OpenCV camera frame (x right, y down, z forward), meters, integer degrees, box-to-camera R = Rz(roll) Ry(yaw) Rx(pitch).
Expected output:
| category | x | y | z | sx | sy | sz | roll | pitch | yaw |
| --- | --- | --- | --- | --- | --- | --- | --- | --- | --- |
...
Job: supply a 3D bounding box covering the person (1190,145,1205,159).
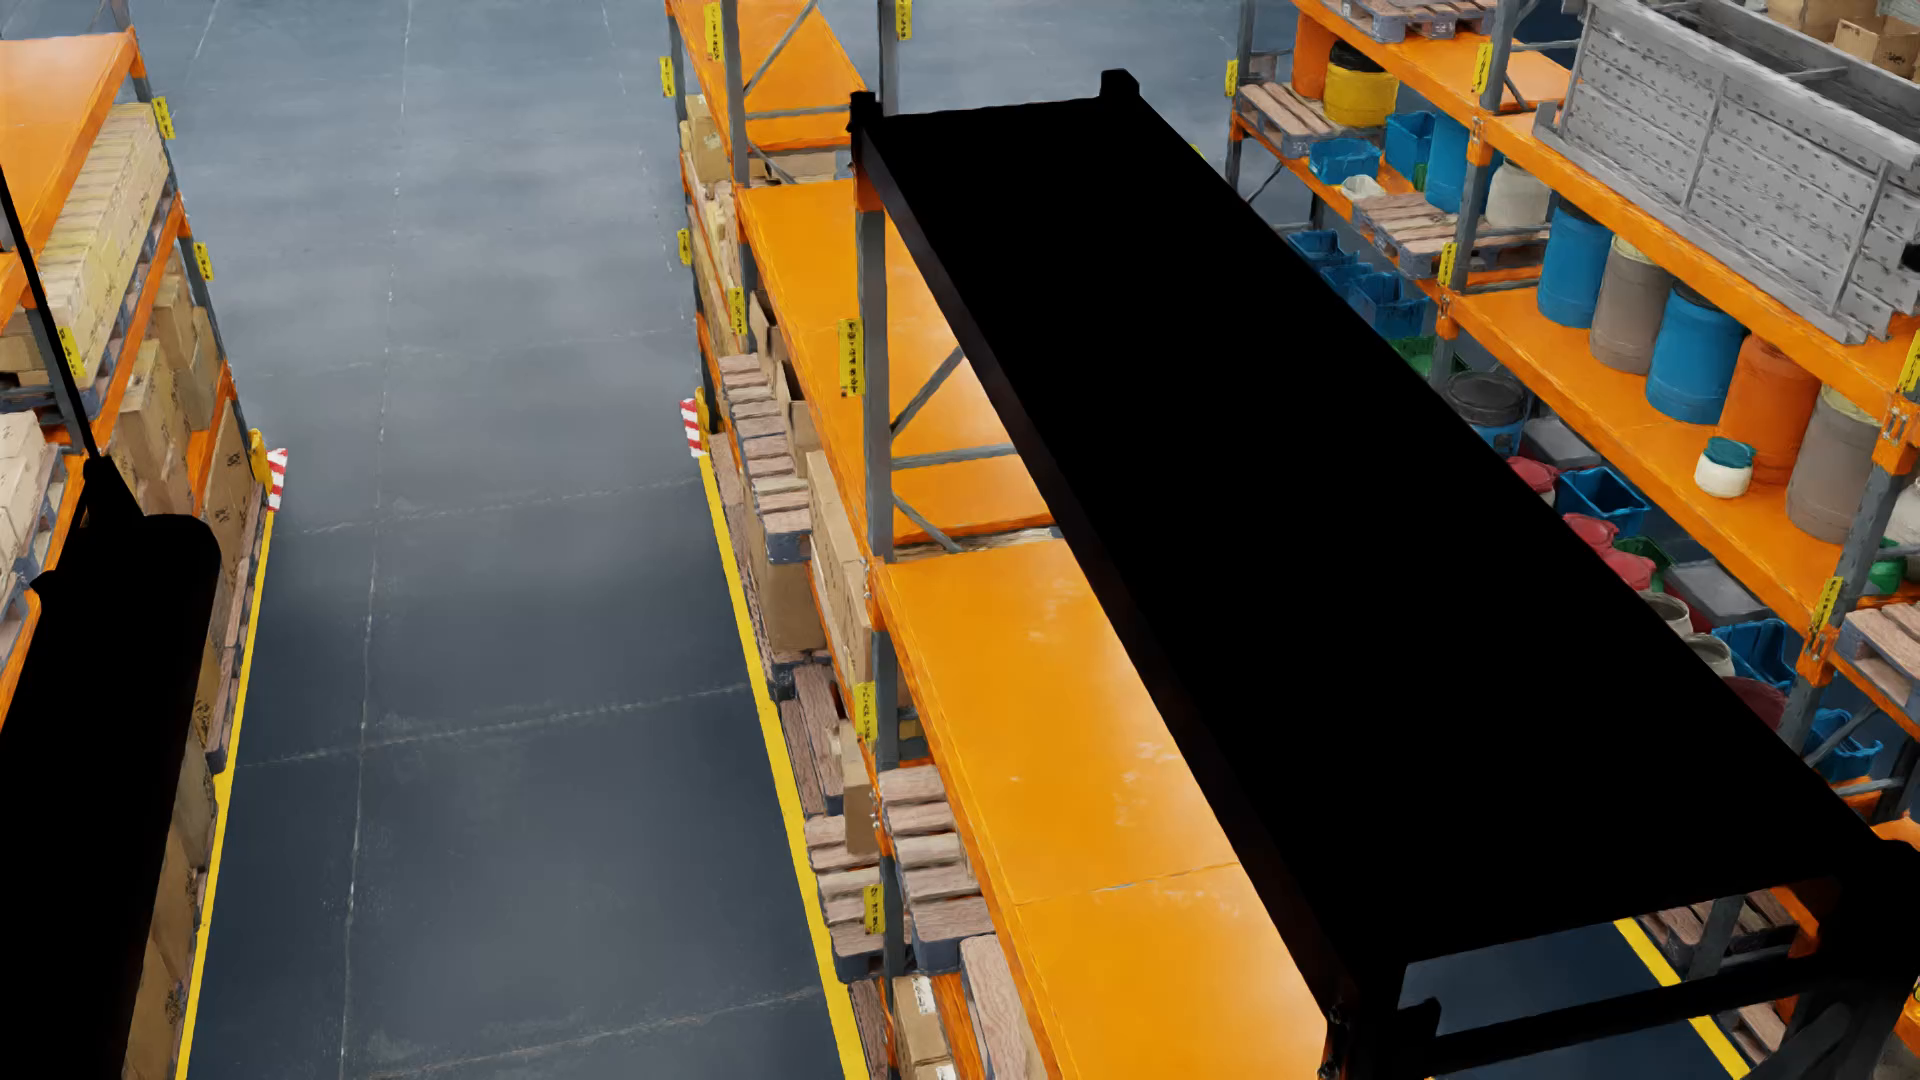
| category | x | y | z | sx | sy | sz | roll | pitch | yaw |
| --- | --- | --- | --- | --- | --- | --- | --- | --- | --- |
| person | 2.239 | -3.258 | 17.313 | 0.540 | 1.759 | 0.659 | -26 | 42 | -33 |
